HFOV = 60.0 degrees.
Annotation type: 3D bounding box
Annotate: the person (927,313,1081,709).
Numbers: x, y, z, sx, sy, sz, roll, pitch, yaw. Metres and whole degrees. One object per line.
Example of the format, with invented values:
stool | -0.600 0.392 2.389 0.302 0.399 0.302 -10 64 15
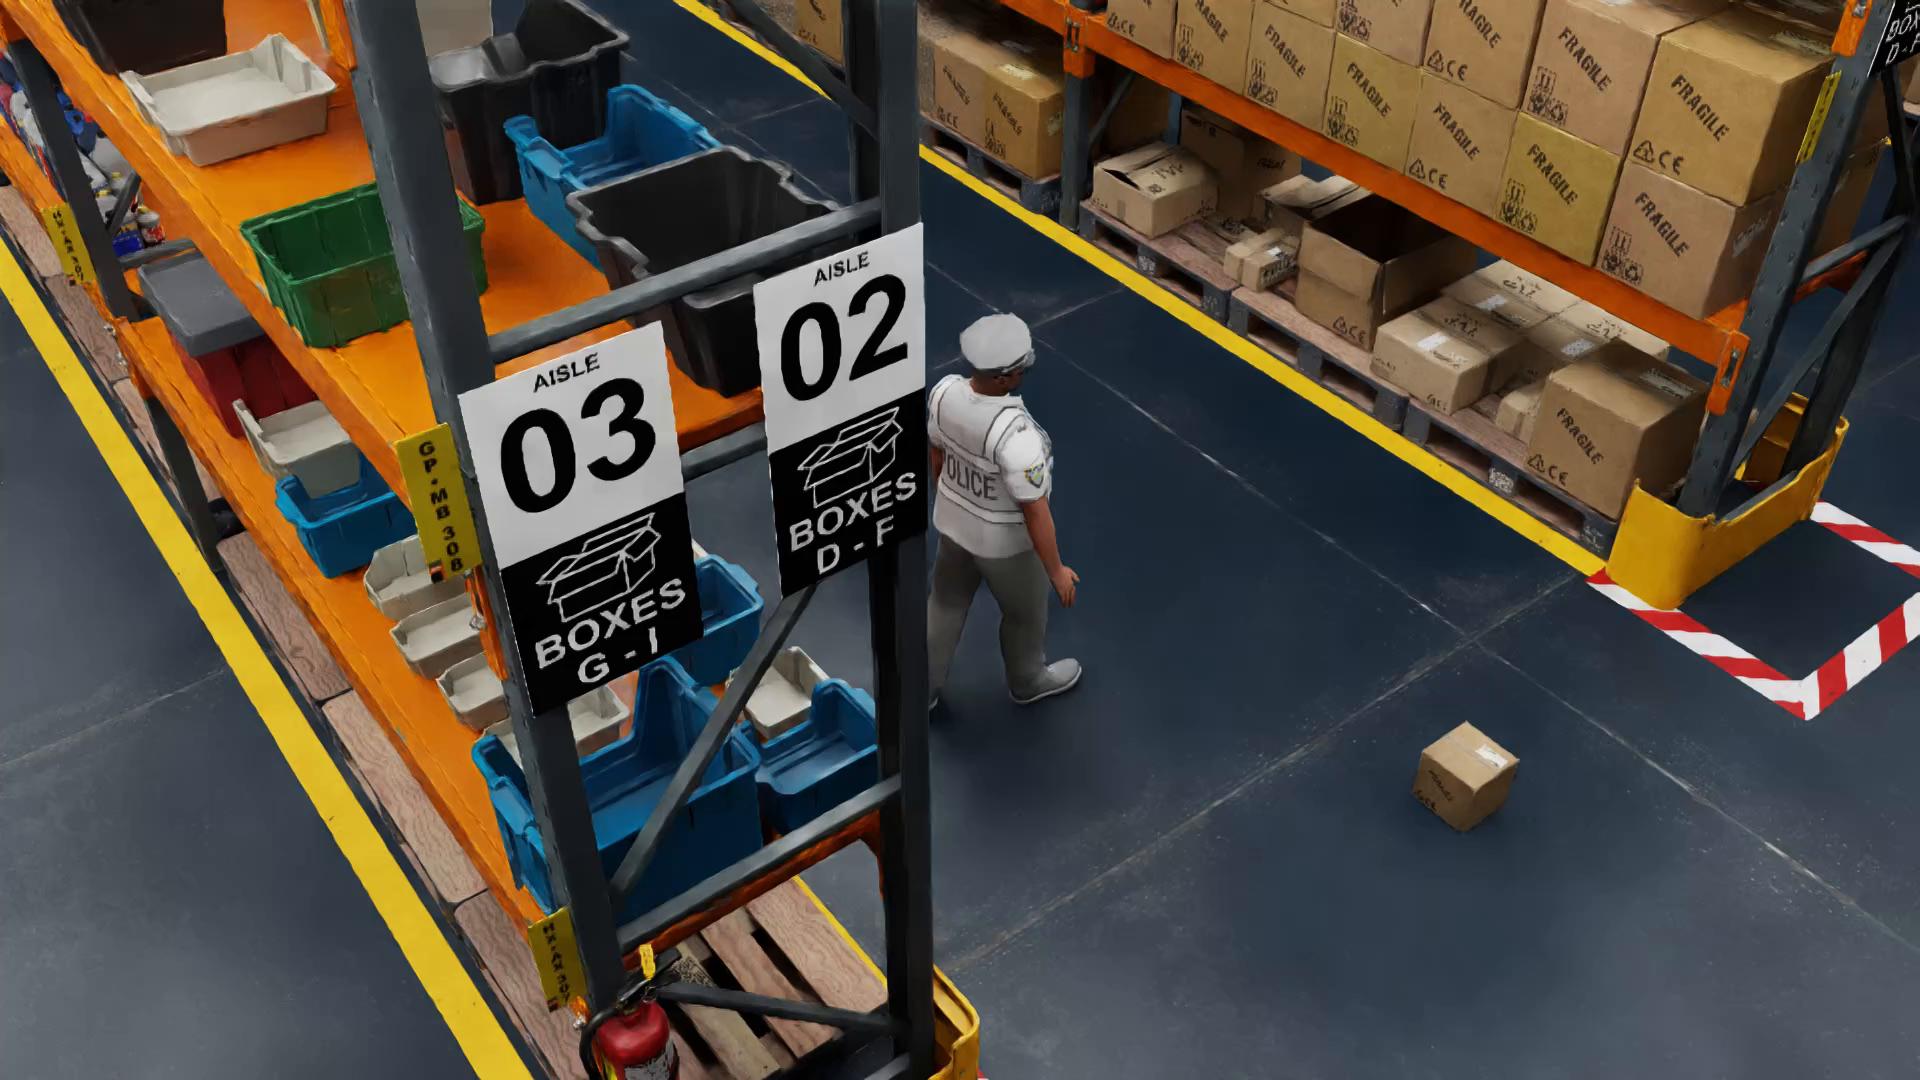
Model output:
person | 0.161 -0.047 6.196 0.640 1.738 0.762 -33 50 -33
